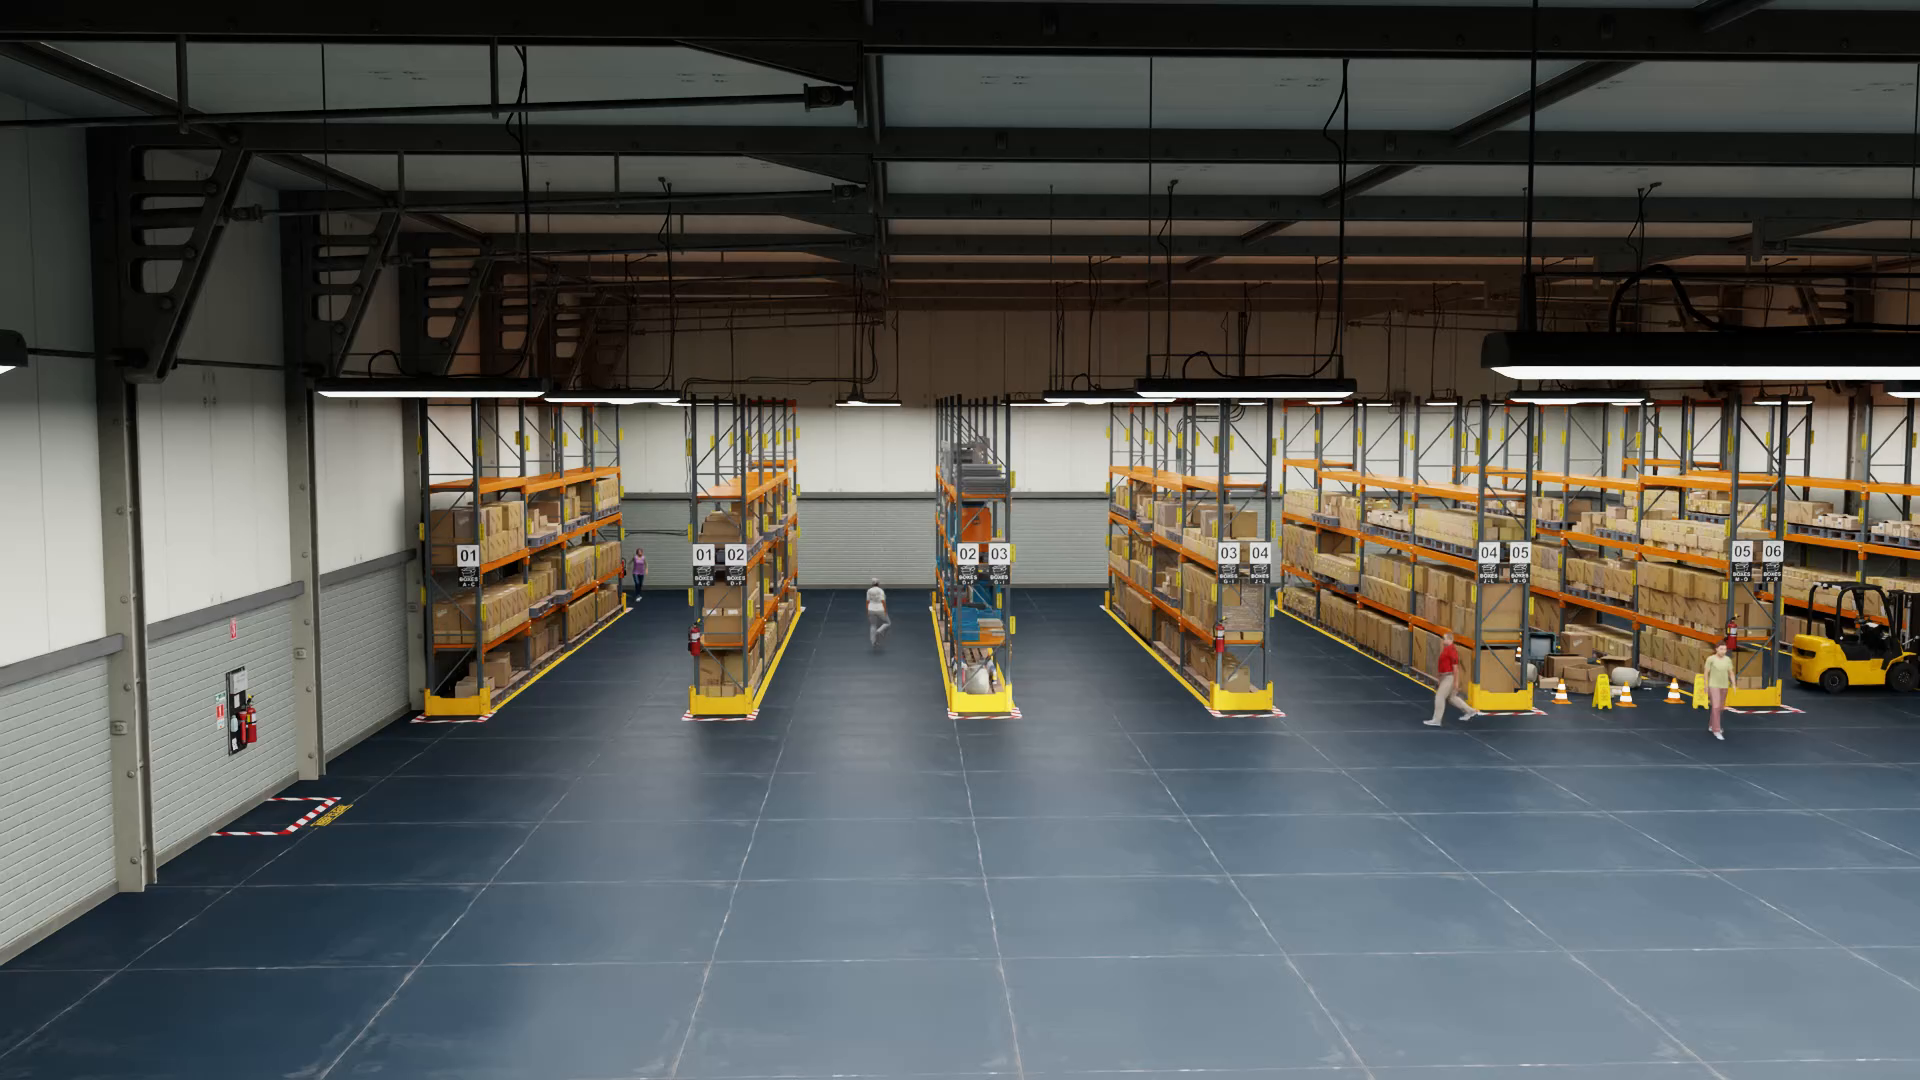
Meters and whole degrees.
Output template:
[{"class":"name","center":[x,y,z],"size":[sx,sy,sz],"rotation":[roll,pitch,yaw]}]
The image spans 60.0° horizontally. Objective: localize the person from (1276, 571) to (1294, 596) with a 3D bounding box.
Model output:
[{"class":"person","center":[9.761,0.985,49.581],"size":[0.609,1.655,0.504],"rotation":[2,5,20]}]

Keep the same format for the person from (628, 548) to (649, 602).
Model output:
[{"class":"person","center":[-9.614,1.038,49.699],"size":[0.572,1.620,0.742],"rotation":[-2,5,-27]}]

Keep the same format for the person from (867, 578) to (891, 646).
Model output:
[{"class":"person","center":[-2.000,1.743,40.123],"size":[0.550,1.659,0.528],"rotation":[2,5,25]}]

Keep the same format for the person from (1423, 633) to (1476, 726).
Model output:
[{"class":"person","center":[8.867,2.509,30.024],"size":[1.019,1.682,0.539],"rotation":[0,4,-1]}]

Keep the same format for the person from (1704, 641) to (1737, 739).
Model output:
[{"class":"person","center":[13.313,2.605,29.124],"size":[0.490,1.698,0.646],"rotation":[0,5,-3]}]
